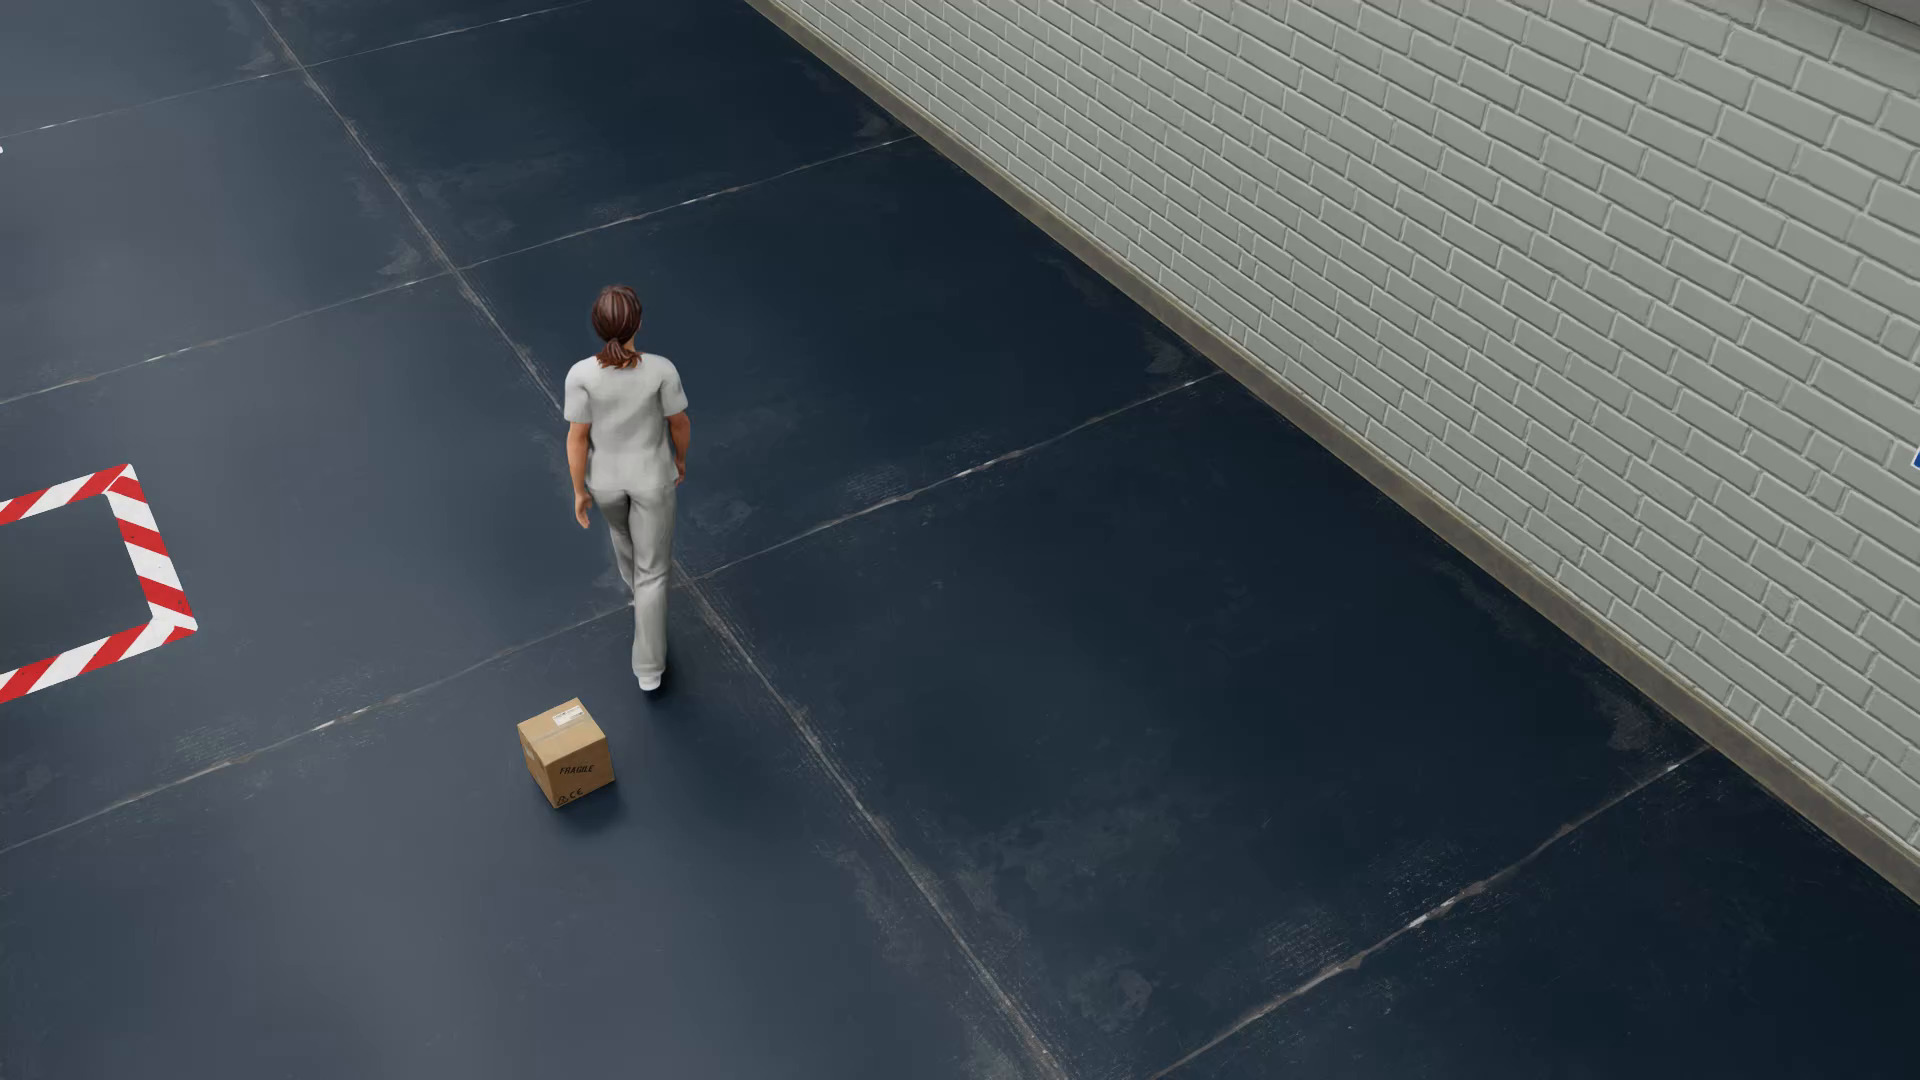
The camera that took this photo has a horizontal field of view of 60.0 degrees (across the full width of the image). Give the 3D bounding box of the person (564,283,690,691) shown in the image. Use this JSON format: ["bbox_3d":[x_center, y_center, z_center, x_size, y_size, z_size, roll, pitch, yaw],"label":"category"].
[{"bbox_3d":[-1.249,-0.260,6.461,0.454,1.647,0.844,-1,41,-1],"label":"person"}]
